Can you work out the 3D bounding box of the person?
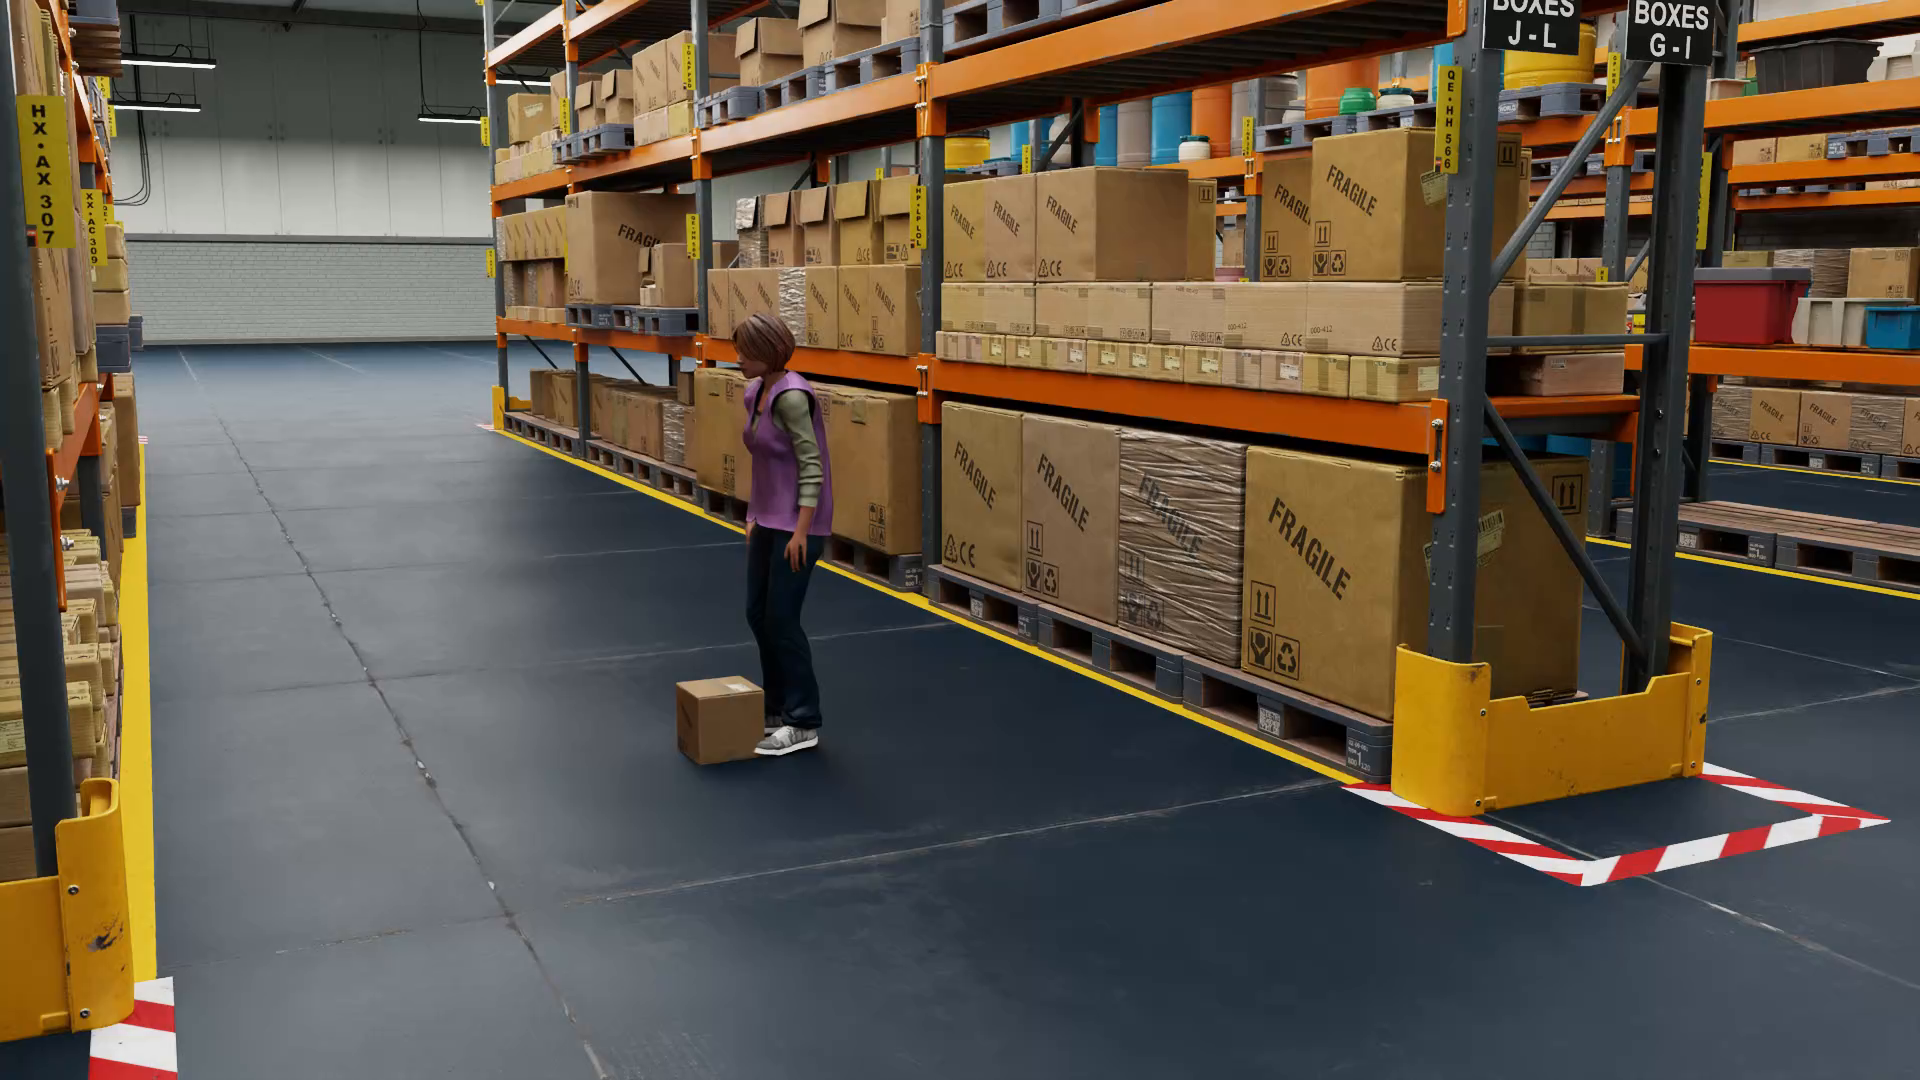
[{"bbox_3d":[-0.655,-0.026,6.067,0.347,1.590,0.472,-5,10,-29],"label":"person"}]
